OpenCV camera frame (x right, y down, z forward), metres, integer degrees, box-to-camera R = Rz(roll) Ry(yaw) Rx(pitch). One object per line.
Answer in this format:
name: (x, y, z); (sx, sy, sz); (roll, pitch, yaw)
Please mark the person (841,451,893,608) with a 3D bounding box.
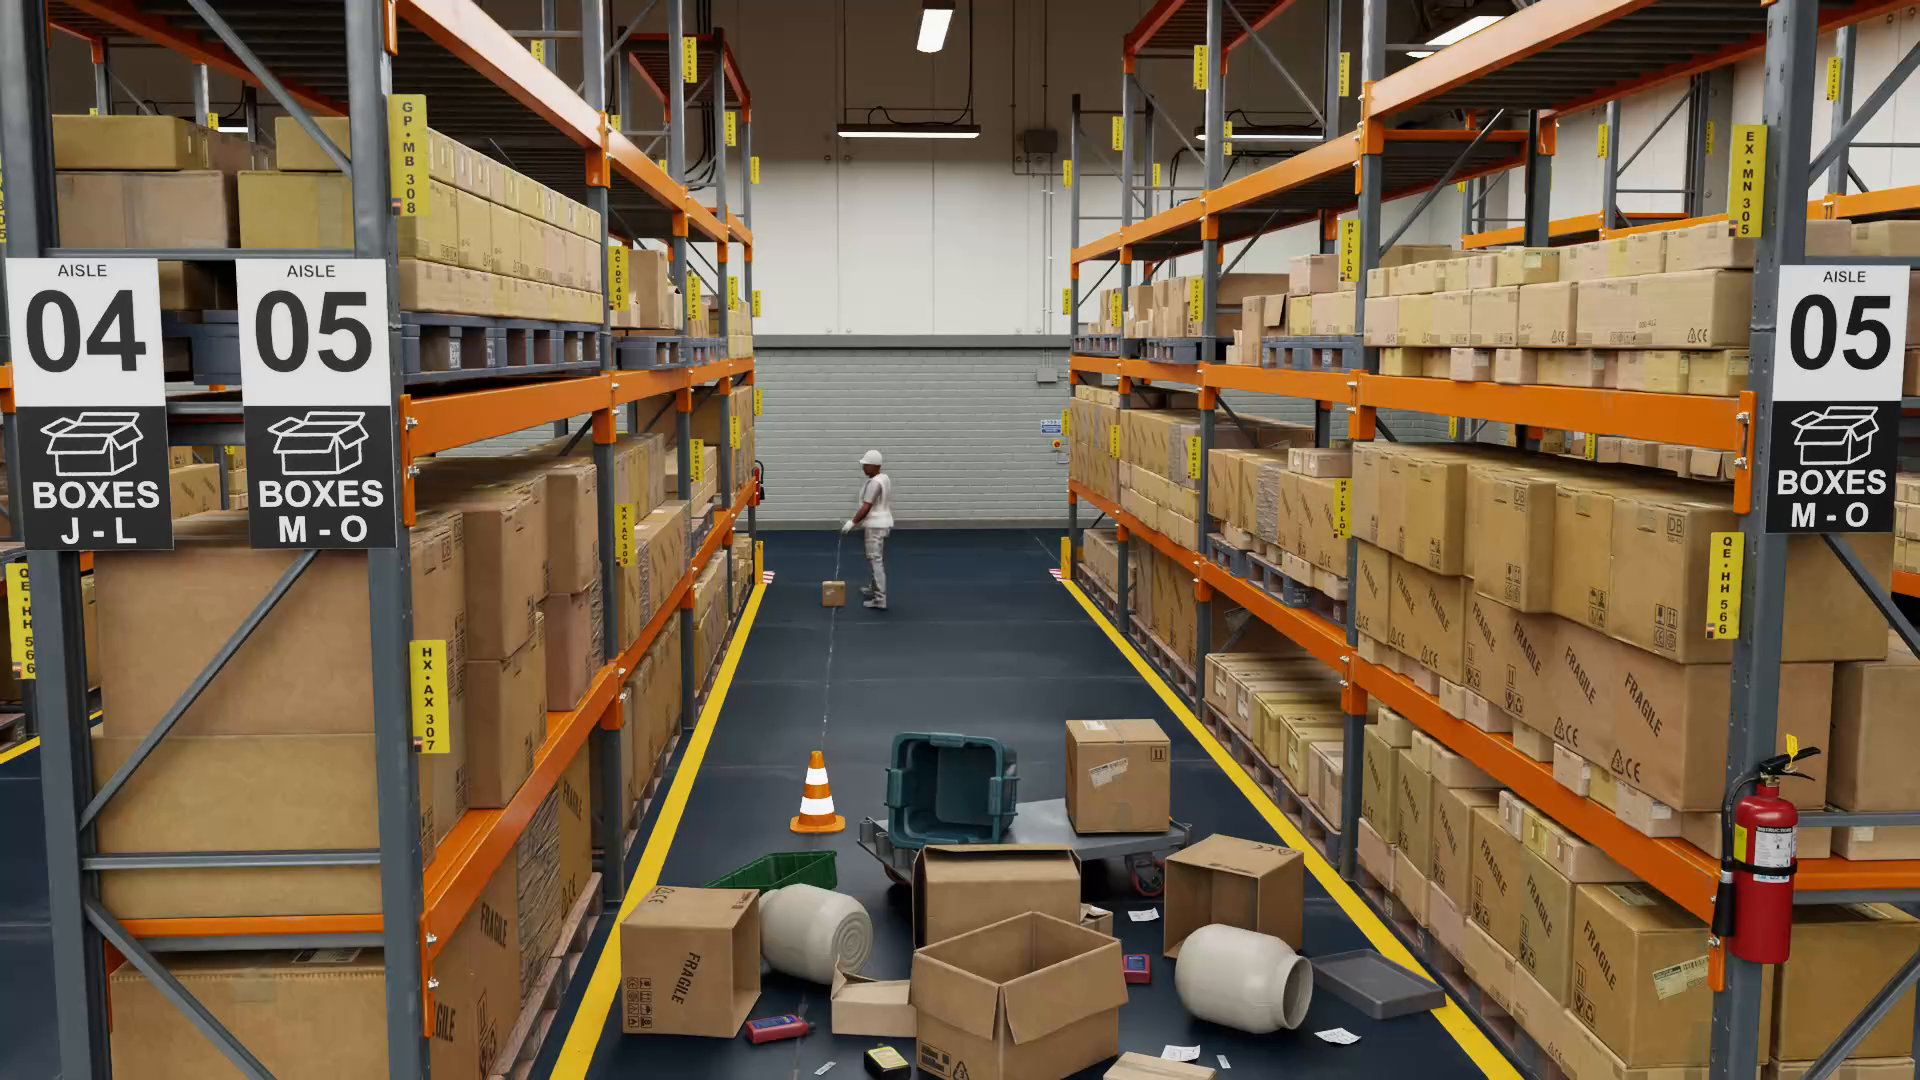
person: (-1.001, -0.153, 18.956); (0.571, 1.755, 0.895); (2, 7, 15)
